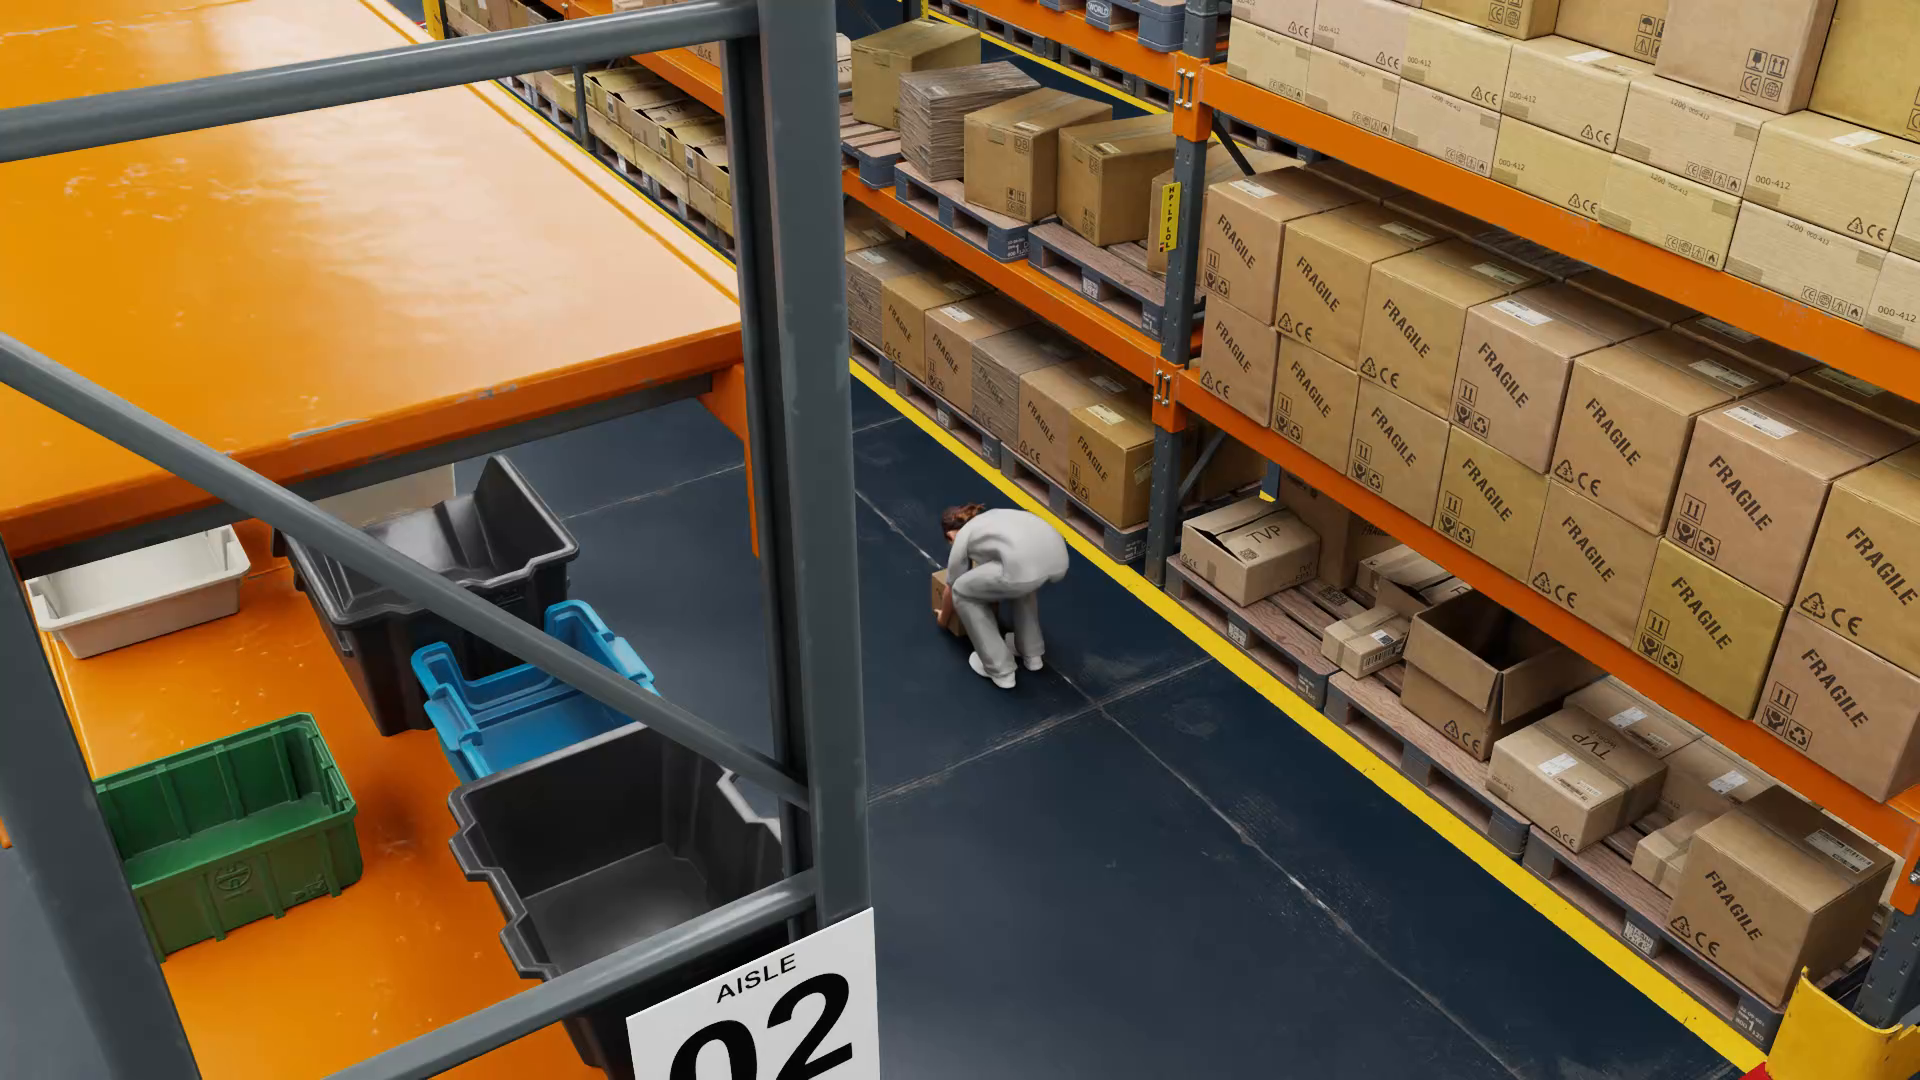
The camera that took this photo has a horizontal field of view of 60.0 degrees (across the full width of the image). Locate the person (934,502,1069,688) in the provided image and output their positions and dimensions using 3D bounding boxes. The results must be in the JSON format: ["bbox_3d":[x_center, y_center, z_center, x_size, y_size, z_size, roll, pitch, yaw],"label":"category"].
[{"bbox_3d":[0.169,0.204,8.131,0.467,0.866,0.850,-21,38,-29],"label":"person"}]
